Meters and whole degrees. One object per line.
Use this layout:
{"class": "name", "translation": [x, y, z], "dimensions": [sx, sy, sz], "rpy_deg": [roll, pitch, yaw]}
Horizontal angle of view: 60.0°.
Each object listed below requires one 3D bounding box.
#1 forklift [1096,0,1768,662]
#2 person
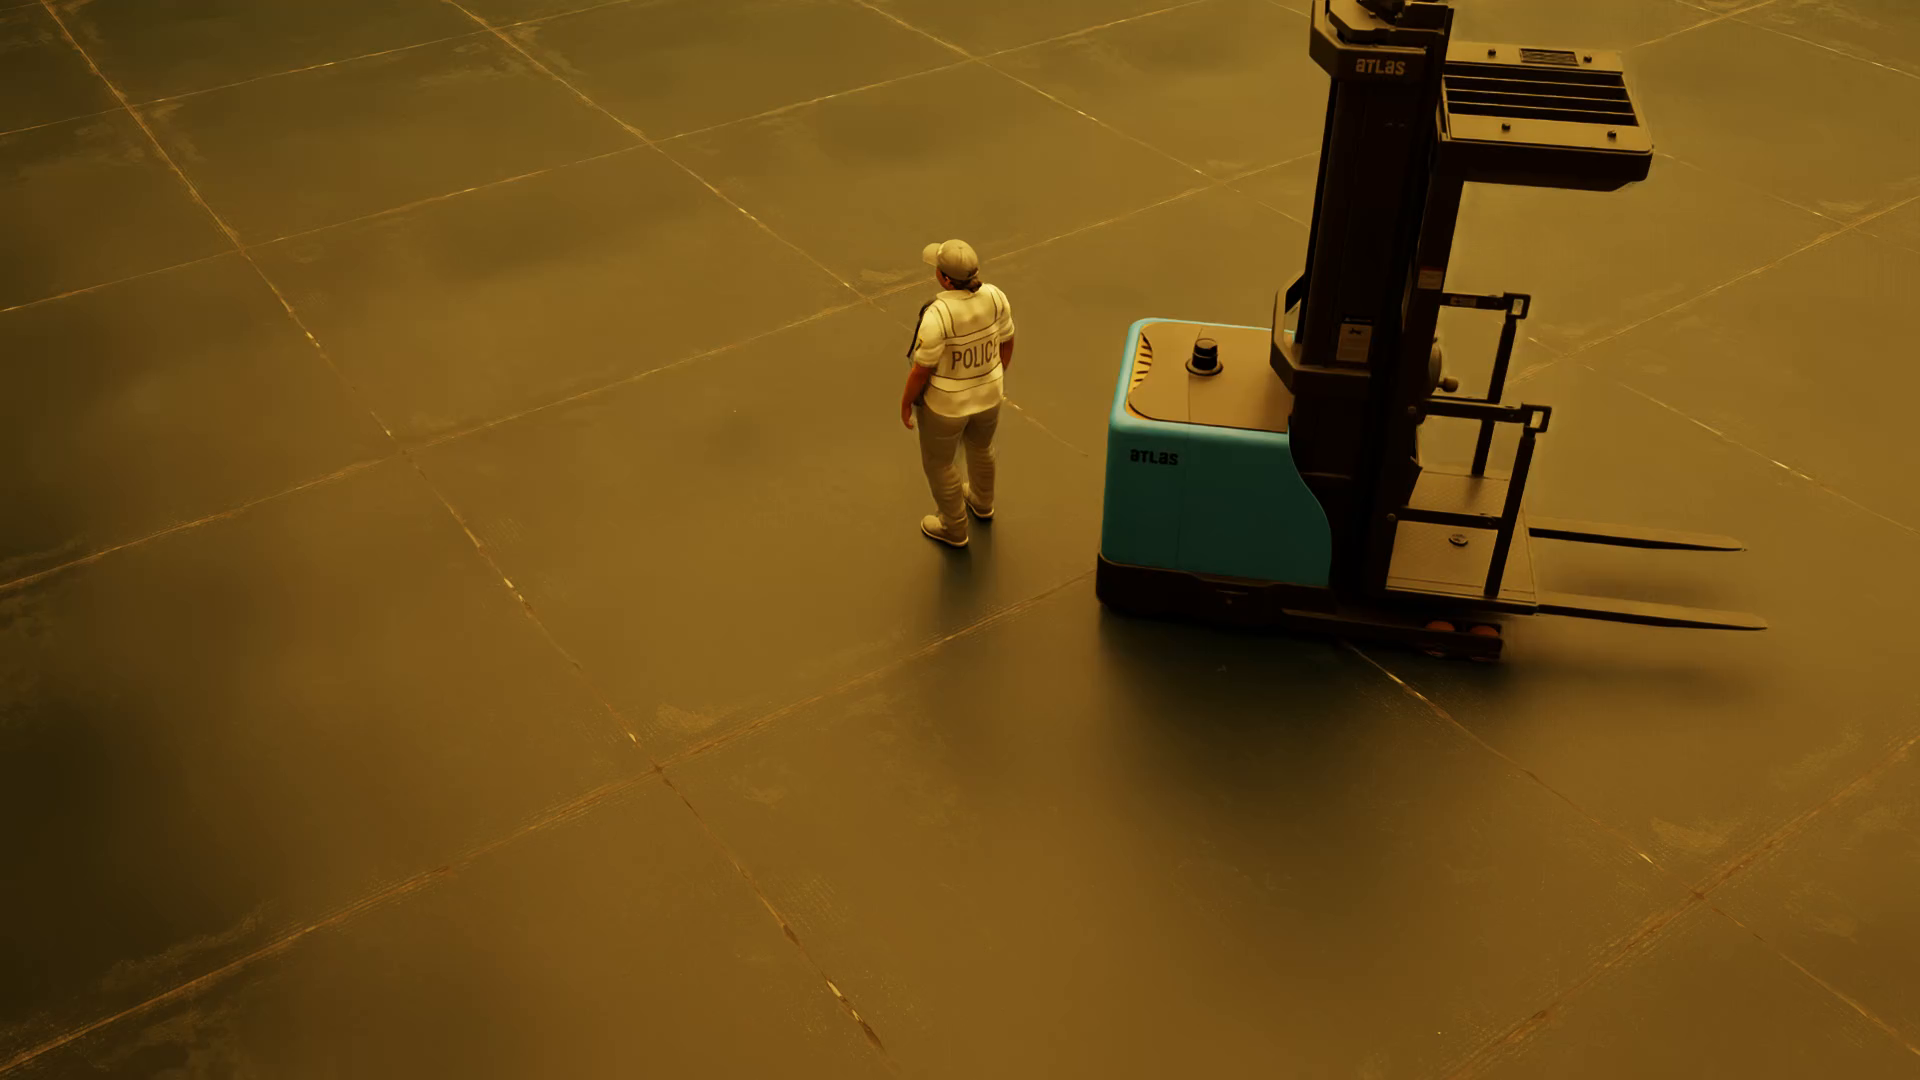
{"class": "forklift", "translation": [2.216, -0.963, 7.247], "dimensions": [3.031, 2.935, 1.130], "rpy_deg": [6, 37, 9]}
{"class": "person", "translation": [-0.043, -0.724, 7.992], "dimensions": [0.599, 1.670, 0.516], "rpy_deg": [-22, 42, -27]}
